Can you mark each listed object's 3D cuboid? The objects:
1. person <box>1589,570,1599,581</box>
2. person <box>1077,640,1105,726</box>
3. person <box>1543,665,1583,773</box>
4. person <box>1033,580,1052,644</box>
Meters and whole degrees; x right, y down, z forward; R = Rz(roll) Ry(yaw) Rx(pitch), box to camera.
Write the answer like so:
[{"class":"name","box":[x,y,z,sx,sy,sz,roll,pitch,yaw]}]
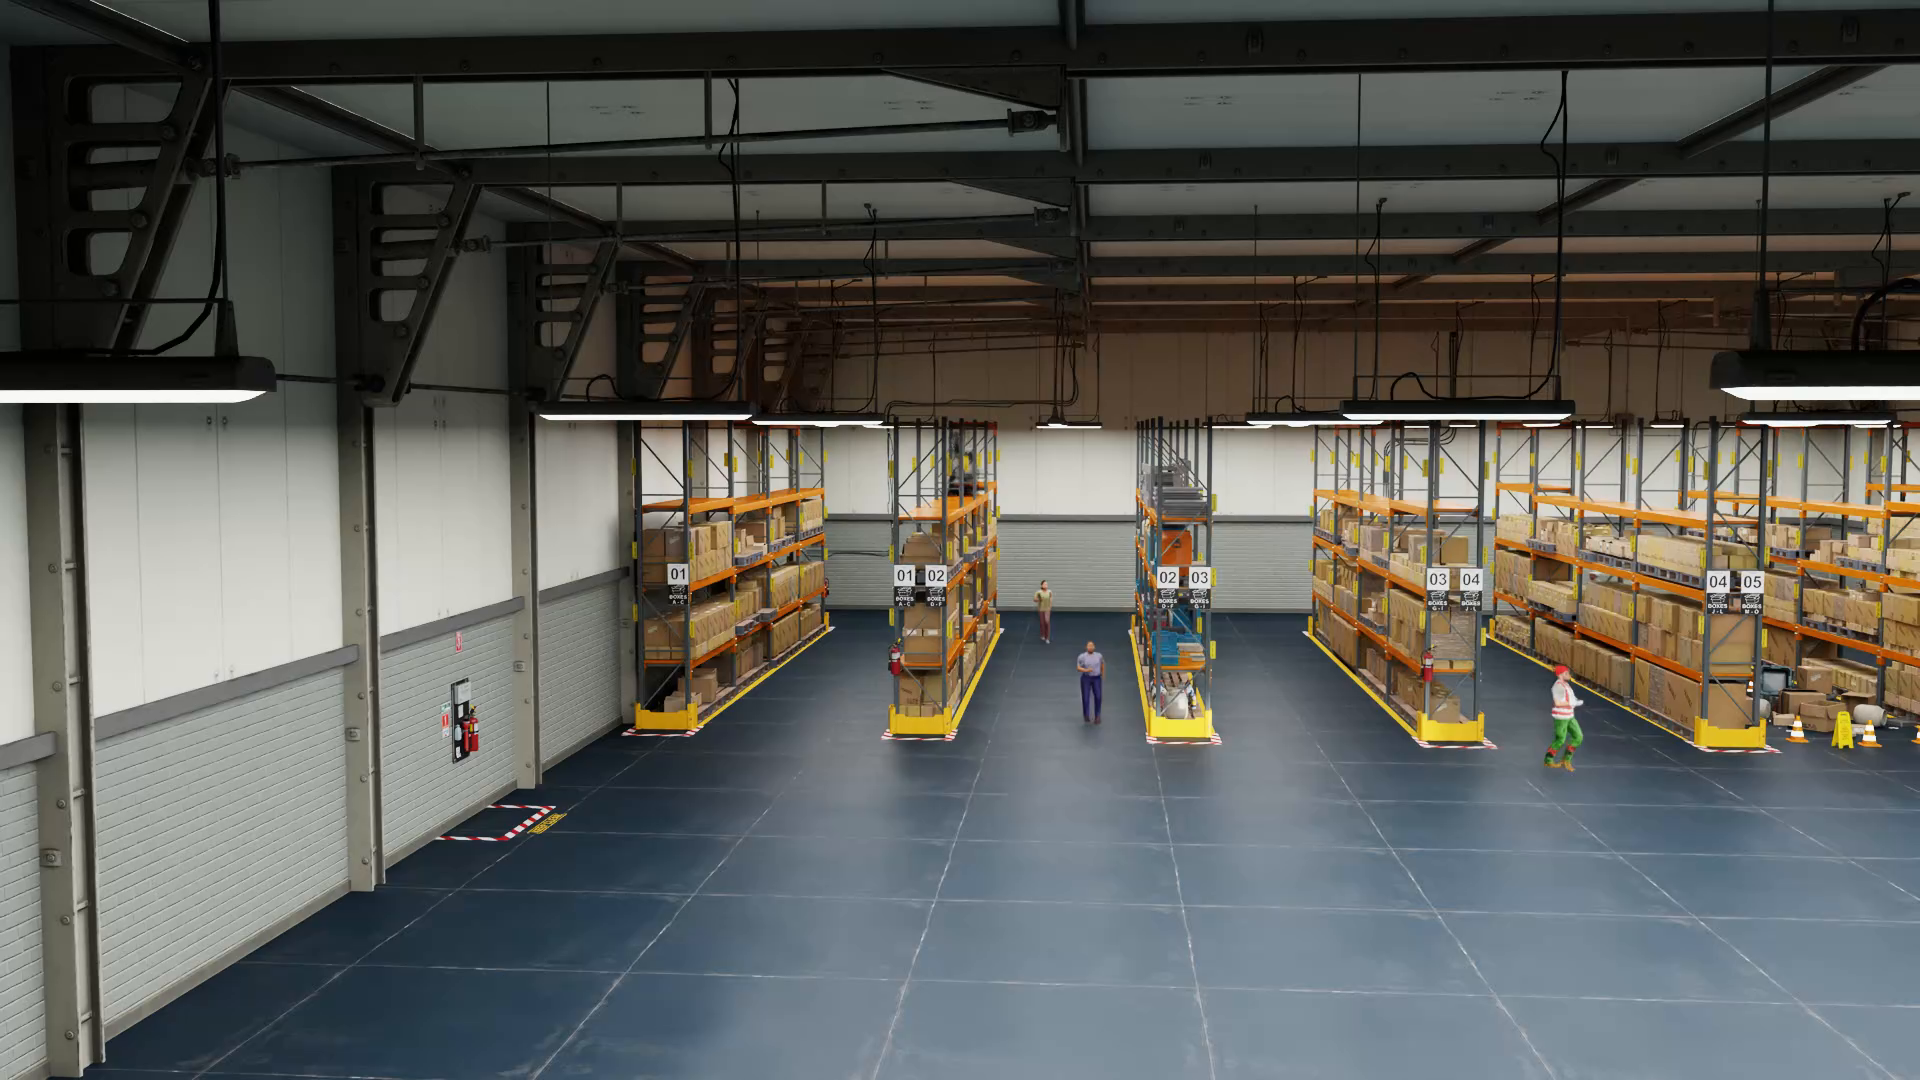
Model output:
[{"class":"person","box":[18.064,1.746,47.366,0.725,1.799,0.658,0,4,4]},{"class":"person","box":[2.566,2.790,32.452,0.578,1.666,0.688,0,4,-2]},{"class":"person","box":[10.171,3.010,27.927,0.689,1.820,0.631,4,5,44]},{"class":"person","box":[2.251,1.953,45.135,0.547,1.732,0.739,0,4,-4]}]
